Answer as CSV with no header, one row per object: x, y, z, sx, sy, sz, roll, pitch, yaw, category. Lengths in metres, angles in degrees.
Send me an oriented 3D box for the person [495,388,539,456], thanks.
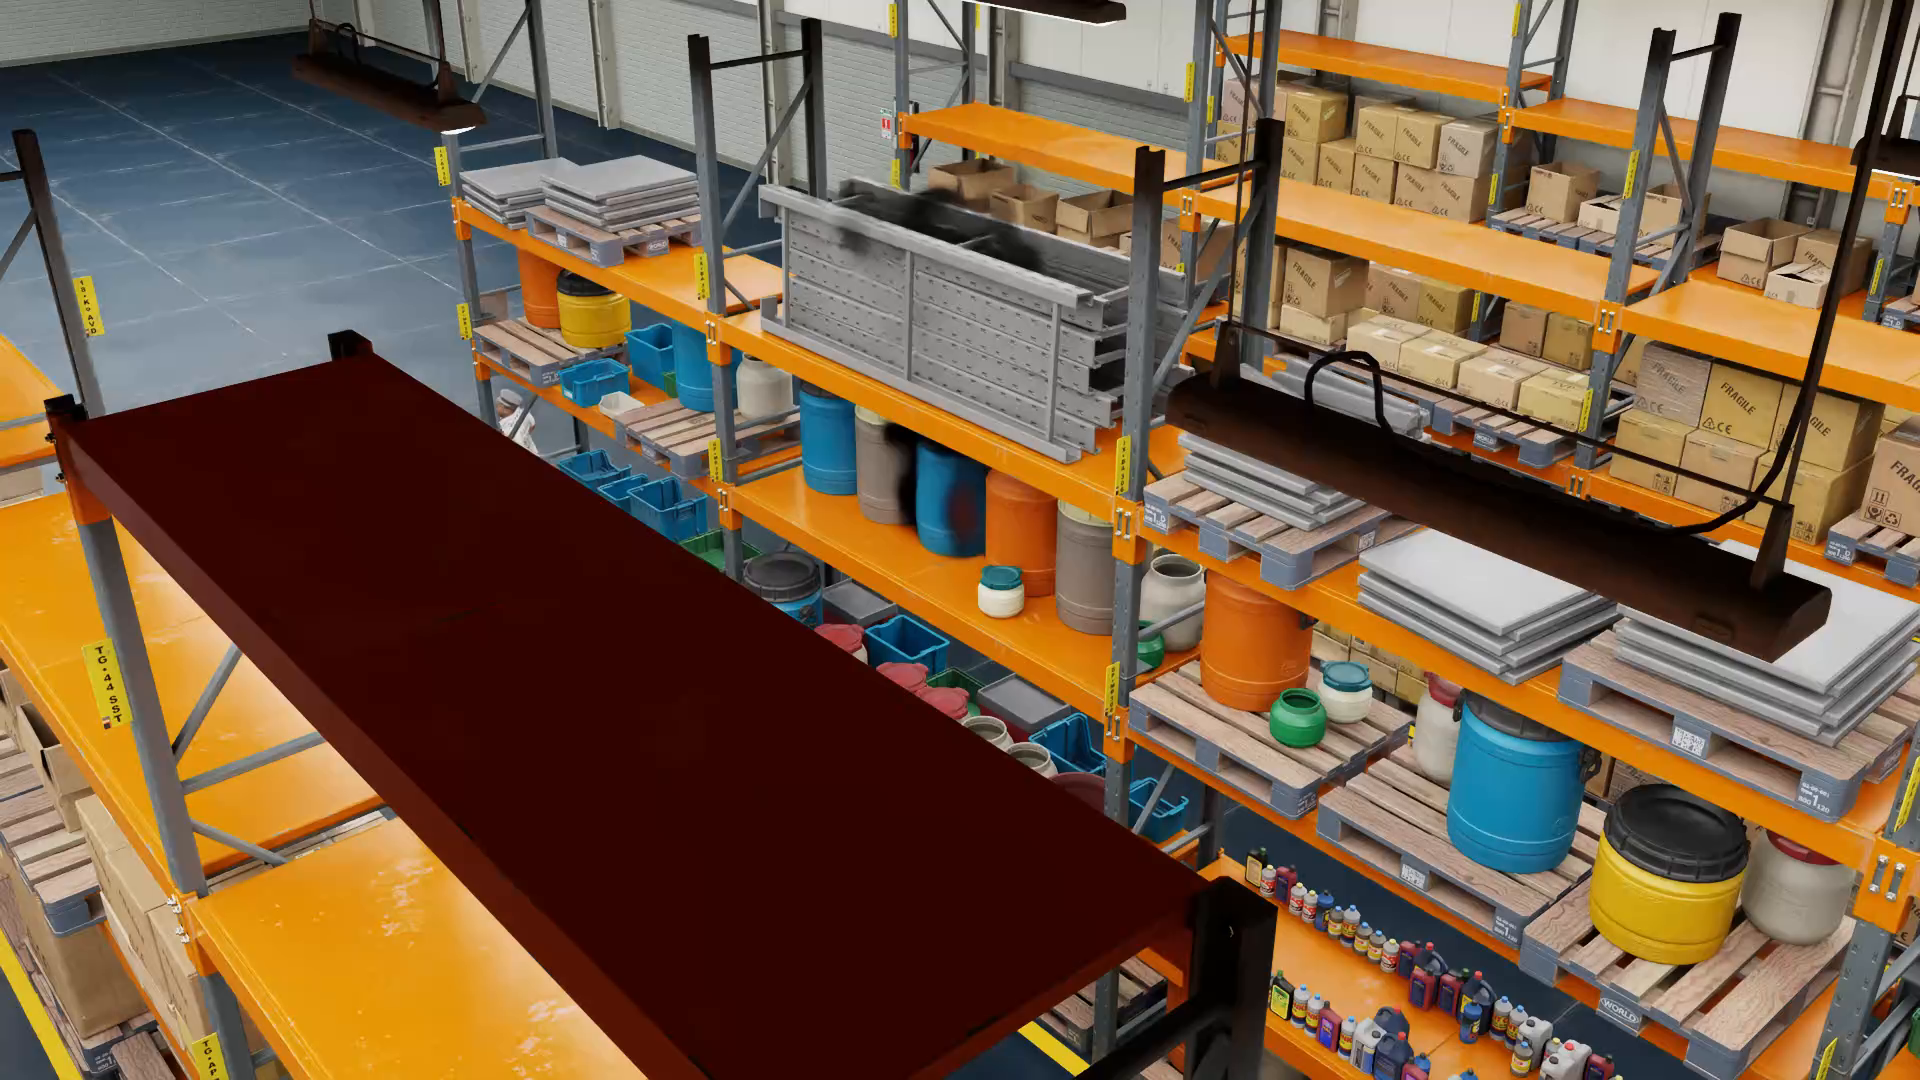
-4.517,-0.767,17.204,0.648,1.739,0.701,0,27,0,person
